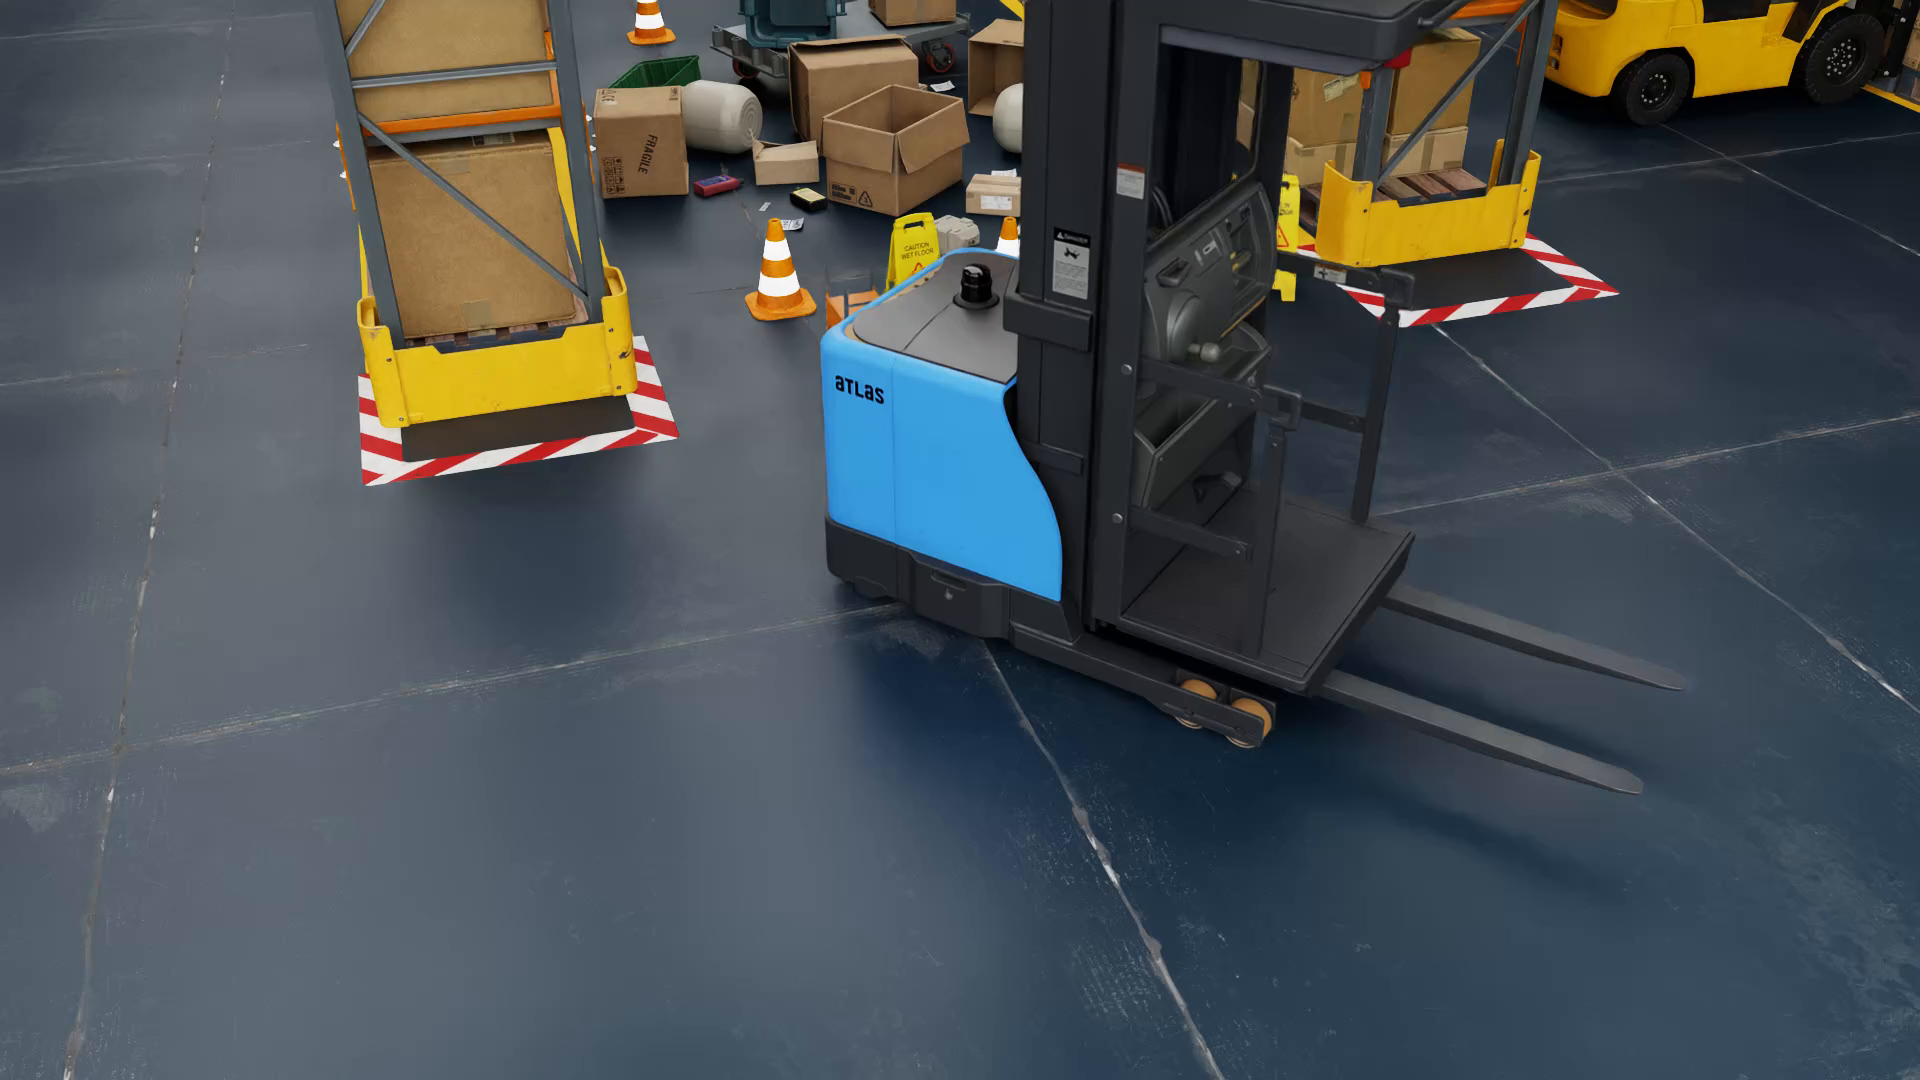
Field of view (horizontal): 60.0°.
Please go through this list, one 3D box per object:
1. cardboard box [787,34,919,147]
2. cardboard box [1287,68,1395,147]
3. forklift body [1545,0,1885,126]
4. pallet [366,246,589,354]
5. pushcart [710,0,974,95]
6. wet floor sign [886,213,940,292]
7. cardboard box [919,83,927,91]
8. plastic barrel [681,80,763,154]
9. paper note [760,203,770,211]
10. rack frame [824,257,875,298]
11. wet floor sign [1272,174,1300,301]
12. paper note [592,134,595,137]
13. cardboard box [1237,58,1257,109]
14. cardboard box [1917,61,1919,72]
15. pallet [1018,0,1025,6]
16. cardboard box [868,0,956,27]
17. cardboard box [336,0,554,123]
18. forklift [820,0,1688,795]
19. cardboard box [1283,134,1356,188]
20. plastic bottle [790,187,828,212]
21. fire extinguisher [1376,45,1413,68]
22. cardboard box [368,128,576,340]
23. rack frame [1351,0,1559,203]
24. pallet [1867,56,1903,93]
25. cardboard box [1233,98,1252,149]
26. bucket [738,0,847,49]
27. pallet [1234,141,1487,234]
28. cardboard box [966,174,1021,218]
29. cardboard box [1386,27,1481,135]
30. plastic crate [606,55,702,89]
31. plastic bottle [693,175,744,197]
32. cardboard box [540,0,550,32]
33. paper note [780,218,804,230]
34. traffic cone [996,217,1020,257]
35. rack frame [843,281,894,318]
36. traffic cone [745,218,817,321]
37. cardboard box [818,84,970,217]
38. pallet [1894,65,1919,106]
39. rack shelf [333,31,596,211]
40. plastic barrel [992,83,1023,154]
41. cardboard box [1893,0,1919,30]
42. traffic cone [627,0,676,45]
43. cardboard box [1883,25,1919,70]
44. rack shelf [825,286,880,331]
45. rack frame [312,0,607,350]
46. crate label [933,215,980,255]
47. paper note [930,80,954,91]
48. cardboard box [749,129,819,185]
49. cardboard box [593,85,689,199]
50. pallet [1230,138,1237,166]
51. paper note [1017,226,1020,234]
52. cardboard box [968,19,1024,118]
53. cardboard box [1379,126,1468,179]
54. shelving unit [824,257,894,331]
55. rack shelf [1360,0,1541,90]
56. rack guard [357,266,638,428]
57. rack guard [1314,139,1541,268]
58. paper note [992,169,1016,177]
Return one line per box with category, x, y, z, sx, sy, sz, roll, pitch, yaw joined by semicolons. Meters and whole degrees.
cardboard box;-0.673;-2.835;10.461;0.797;0.637;0.503;-10;35;-15
cardboard box;2.074;-2.552;9.324;0.500;0.500;0.500;-10;35;-14
forklift body;4.977;-4.006;10.861;2.313;2.155;1.214;-10;35;-15
pallet;-2.435;-1.192;8.362;1.003;0.211;1.213;-10;35;-15
pushcart;-0.809;-3.431;11.599;1.648;0.377;0.936;-23;40;-31
wet floor sign;-0.222;-1.284;8.108;0.267;0.644;0.232;-16;37;-23
cardboard box;-0.449;-3.005;11.057;0.396;0.266;0.258;19;38;26
plastic barrel;-1.529;-2.636;10.356;0.512;0.421;0.421;13;36;18
paper note;-1.135;-1.940;9.677;0.032;0.001;0.123;7;34;10
rack frame;-0.433;-0.653;6.787;0.200;1.050;0.008;-12;35;-17
wet floor sign;1.606;-1.572;8.544;0.267;0.644;0.232;1;33;2
paper note;-2.269;-2.610;10.671;0.142;0.020;0.147;19;38;26
cardboard box;1.912;-2.825;9.738;0.500;0.500;0.500;-9;34;-13
cardboard box;6.706;-3.155;10.917;0.500;0.250;0.500;-10;35;-15
pallet;1.108;-4.179;12.883;1.003;0.211;1.213;-10;35;-15
cardboard box;-0.339;-3.892;11.500;0.500;0.500;0.500;-10;35;-15
cardboard box;-2.273;-2.198;7.220;0.875;0.550;0.550;-10;35;-15
forklift;1.004;-0.849;5.377;3.031;2.935;1.130;19;38;26
cardboard box;2.057;-2.254;9.553;0.500;0.250;0.500;-10;35;-15
plastic bottle;-0.903;-1.999;9.719;0.133;0.061;0.283;-23;40;-31
fire extinguisher;2.163;-2.664;8.131;0.296;0.674;0.183;-10;35;-15
cardboard box;-2.386;-1.582;7.970;0.875;0.875;0.875;-10;35;-14
rack frame;2.567;-2.834;8.318;1.000;3.000;0.127;-10;35;-15
pallet;6.651;-3.541;11.918;1.003;0.211;1.213;-10;35;-15
cardboard box;1.914;-2.515;9.948;0.500;0.250;0.500;-10;35;-15
bucket;-1.099;-3.633;11.118;0.726;0.611;0.620;1;23;2
pallet;2.330;-2.143;9.802;1.003;0.211;1.213;-10;35;-15
cardboard box;0.244;-1.993;9.631;0.380;0.149;0.250;7;34;10
cardboard box;2.577;-2.657;9.484;0.500;0.500;0.500;-11;35;-16
plastic crate;-2.036;-3.029;11.111;0.450;0.188;0.662;-2;32;16
plastic bottle;-1.432;-2.117;9.898;0.283;0.061;0.133;-23;40;-31
cardboard box;-2.512;-2.799;8.128;0.875;0.550;0.550;-10;35;-15
paper note;-0.965;-1.796;9.442;0.144;0.017;0.142;1;33;2
traffic cone;0.254;-1.419;8.478;0.336;0.463;0.334;-10;35;-15
rack frame;-0.346;-0.528;6.596;0.200;1.050;0.008;-12;35;-17
traffic cone;-0.926;-1.408;8.461;0.336;0.463;0.334;-10;35;-15
cardboard box;-0.380;-2.289;9.758;0.637;0.503;0.797;19;38;26
pallet;7.020;-2.902;10.950;1.003;0.211;1.213;-10;35;-15
rack shelf;-2.726;-2.699;8.766;1.077;0.370;4.000;-10;35;-15
plastic barrel;0.495;-2.589;10.284;0.512;0.421;0.421;13;36;18
cardboard box;6.527;-3.643;11.202;0.500;0.250;0.500;-11;35;-16
traffic cone;-2.307;-3.948;12.306;0.336;0.463;0.334;-10;35;-15
cardboard box;6.562;-3.419;11.317;0.500;0.250;0.500;-10;35;-14
rack shelf;-0.390;-0.819;6.541;0.215;0.259;0.240;-12;35;-17
rack frame;-2.116;-1.949;6.978;1.000;3.000;0.127;-10;35;-15
crate label;-0.045;-1.686;9.177;0.298;0.136;0.250;27;42;34
paper note;-0.116;-3.130;11.460;0.148;0.019;0.142;-10;35;-15
cardboard box;-1.058;-2.315;10.013;0.396;0.266;0.258;-4;34;-6
cardboard box;-1.886;-2.364;9.873;0.500;0.500;0.500;-4;34;-6
pallet;1.961;-2.783;10.769;1.003;0.211;1.213;-10;35;-15
paper note;0.383;-1.757;9.381;0.148;0.019;0.142;-23;40;-31
cardboard box;0.378;-3.101;10.987;0.500;0.500;0.500;13;36;18
cardboard box;2.584;-2.332;9.672;0.500;0.250;0.500;-10;35;-15
shelving unit;-0.390;-0.591;6.692;0.215;1.050;0.252;-12;35;-17
rack shelf;1.957;-3.584;10.106;1.077;0.370;4.000;-10;35;-15
rack guard;-2.109;-0.893;7.648;1.175;0.500;0.348;-10;35;-15
rack guard;2.544;-1.831;9.068;1.175;0.500;0.348;-10;35;-15
paper note;0.267;-2.223;10.097;0.148;0.019;0.142;1;33;2
